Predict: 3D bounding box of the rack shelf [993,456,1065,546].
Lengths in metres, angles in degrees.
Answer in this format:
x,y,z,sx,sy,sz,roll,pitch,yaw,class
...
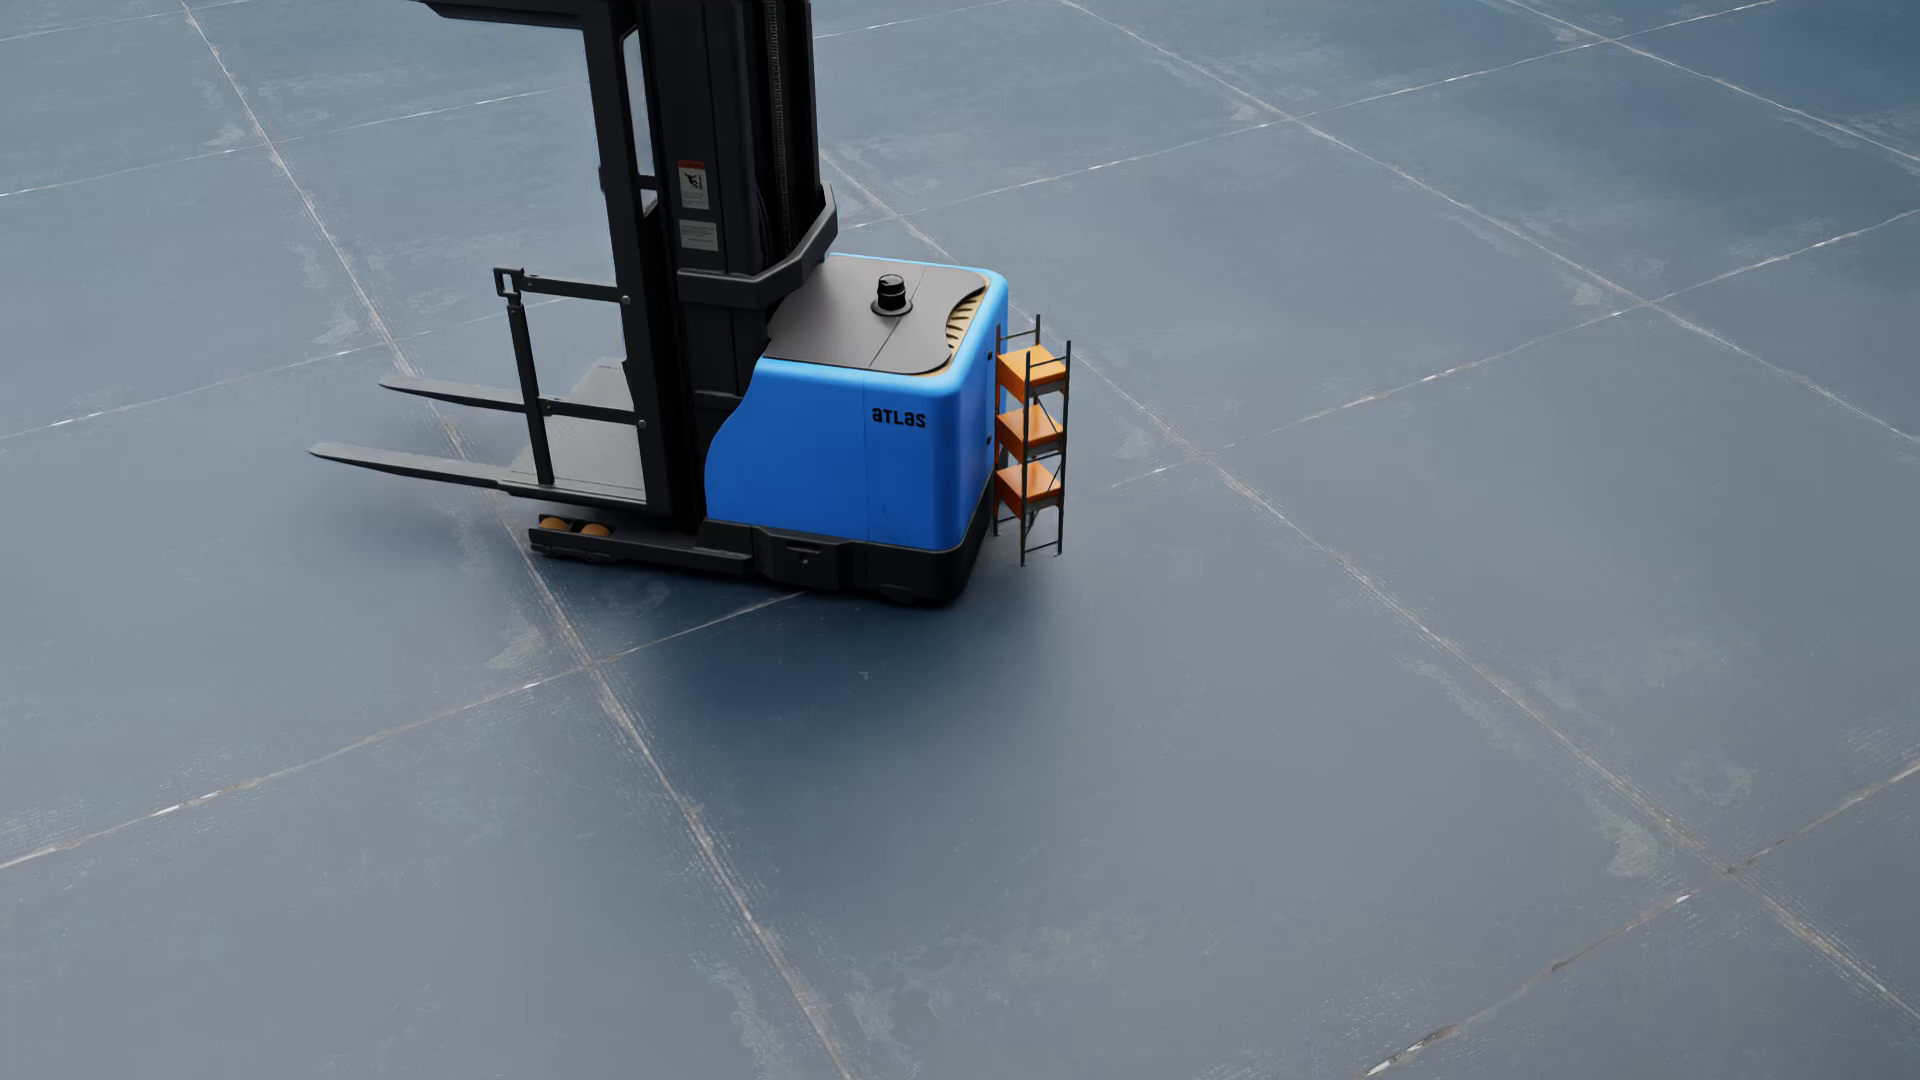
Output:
x,y,z,sx,sy,sz,roll,pitch,yaw,class
0.291,-0.167,7.078,0.215,0.259,0.240,-17,39,-22,rack shelf

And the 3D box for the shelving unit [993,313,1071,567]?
x,y,z,sx,sy,sz,roll,pitch,yaw,class
0.291,-0.400,6.908,0.215,1.050,0.252,-17,39,-22,shelving unit

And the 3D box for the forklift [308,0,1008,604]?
x,y,z,sx,sy,sz,roll,pitch,yaw,class
-1.358,-1.378,6.652,3.031,2.935,1.130,8,37,11,forklift

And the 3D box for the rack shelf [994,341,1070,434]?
x,y,z,sx,sy,sz,roll,pitch,yaw,class
0.291,-0.621,6.747,0.215,0.259,0.240,-17,39,-22,rack shelf

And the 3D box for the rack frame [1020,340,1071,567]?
x,y,z,sx,sy,sz,roll,pitch,yaw,class
0.347,-0.337,6.821,0.200,1.050,0.008,-17,39,-22,rack frame

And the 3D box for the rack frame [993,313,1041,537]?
x,y,z,sx,sy,sz,roll,pitch,yaw,class
0.235,-0.464,6.996,0.200,1.050,0.008,-17,39,-22,rack frame

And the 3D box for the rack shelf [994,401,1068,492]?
x,y,z,sx,sy,sz,roll,pitch,yaw,class
0.291,-0.392,6.914,0.215,0.259,0.240,-17,39,-22,rack shelf
